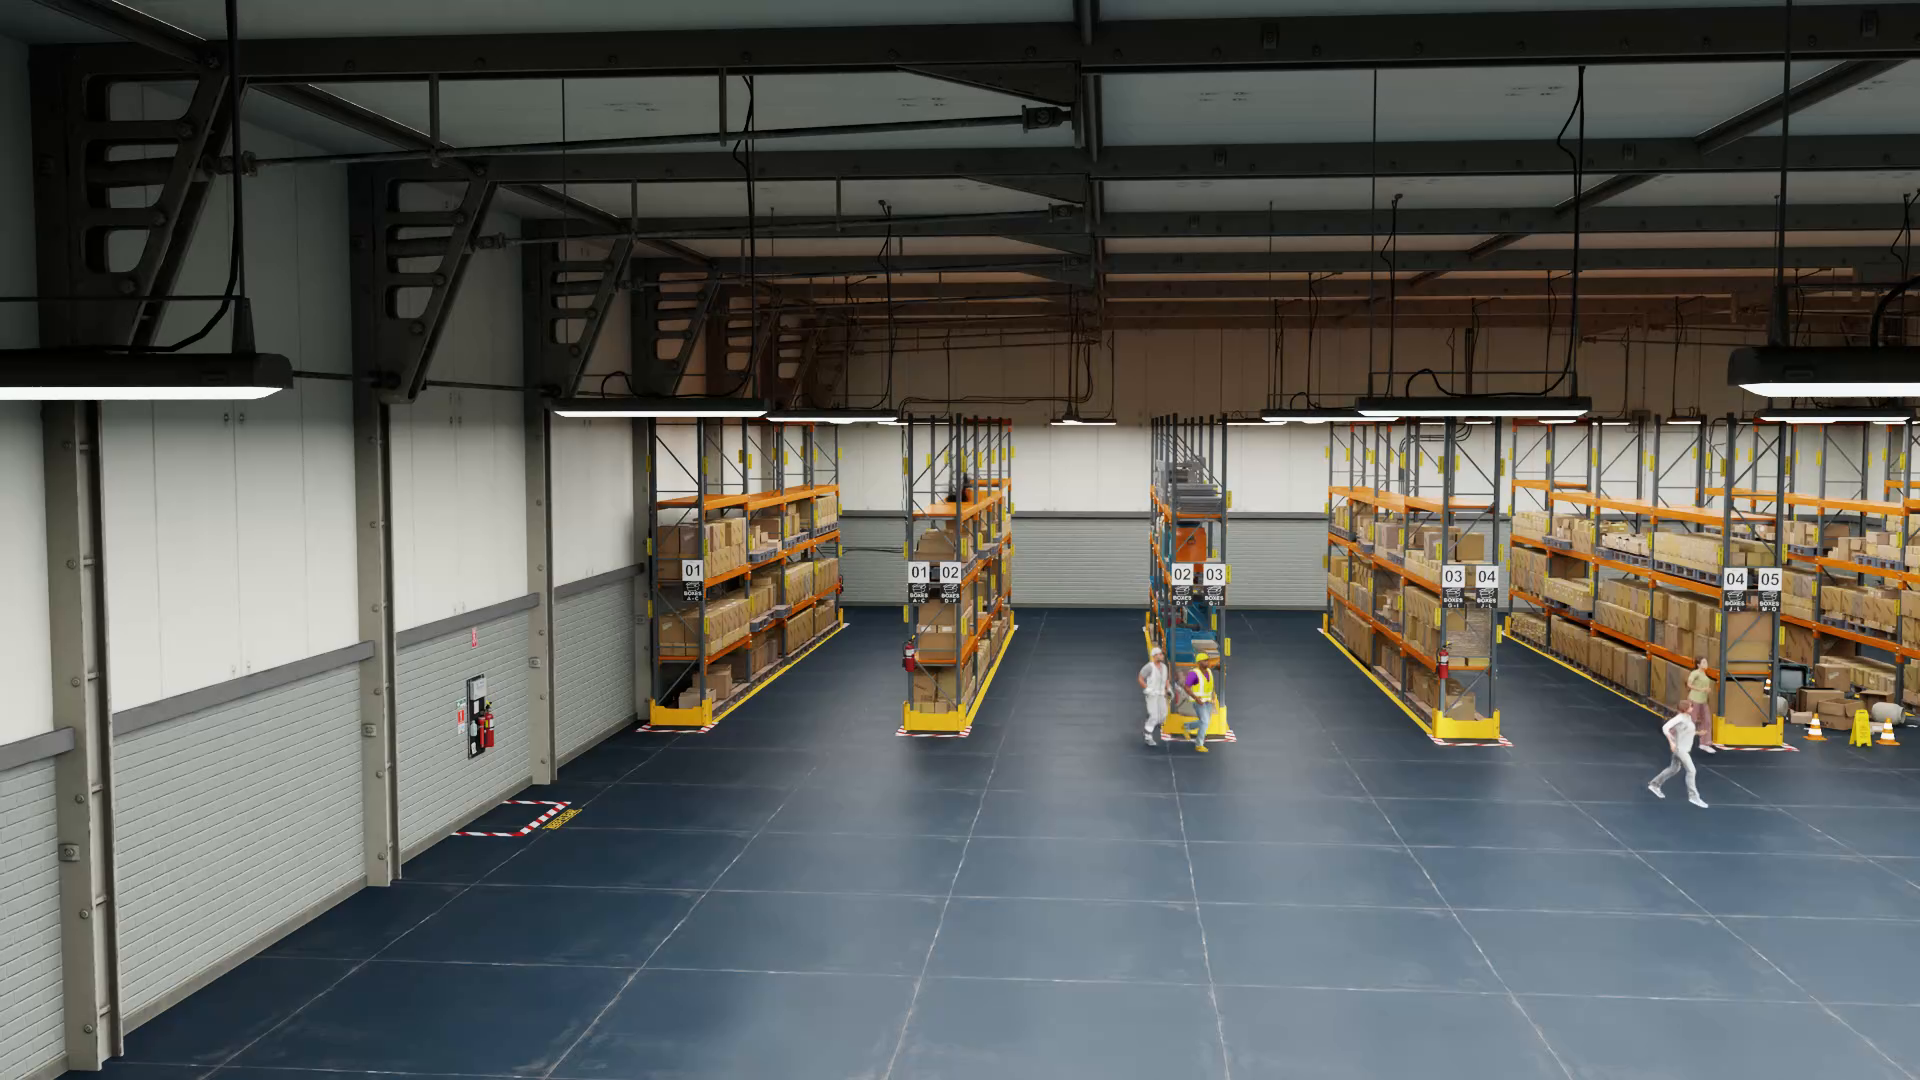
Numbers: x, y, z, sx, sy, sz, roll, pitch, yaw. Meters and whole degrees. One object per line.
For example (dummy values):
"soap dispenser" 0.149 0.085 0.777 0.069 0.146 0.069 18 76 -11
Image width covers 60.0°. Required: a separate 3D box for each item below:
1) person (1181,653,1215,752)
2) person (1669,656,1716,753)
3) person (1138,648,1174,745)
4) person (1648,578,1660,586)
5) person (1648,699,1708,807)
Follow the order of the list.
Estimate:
"person" 4.228 2.868 29.642 0.715 1.750 0.674 -4 5 -43
"person" 13.104 2.899 29.615 0.589 1.680 0.881 -3 5 -36
"person" 3.552 2.827 30.233 0.725 1.736 0.552 -3 5 -34
"person" 19.656 1.697 47.149 0.544 1.729 0.686 1 4 9
"person" 10.901 3.208 25.215 0.855 1.597 0.520 2 5 32
